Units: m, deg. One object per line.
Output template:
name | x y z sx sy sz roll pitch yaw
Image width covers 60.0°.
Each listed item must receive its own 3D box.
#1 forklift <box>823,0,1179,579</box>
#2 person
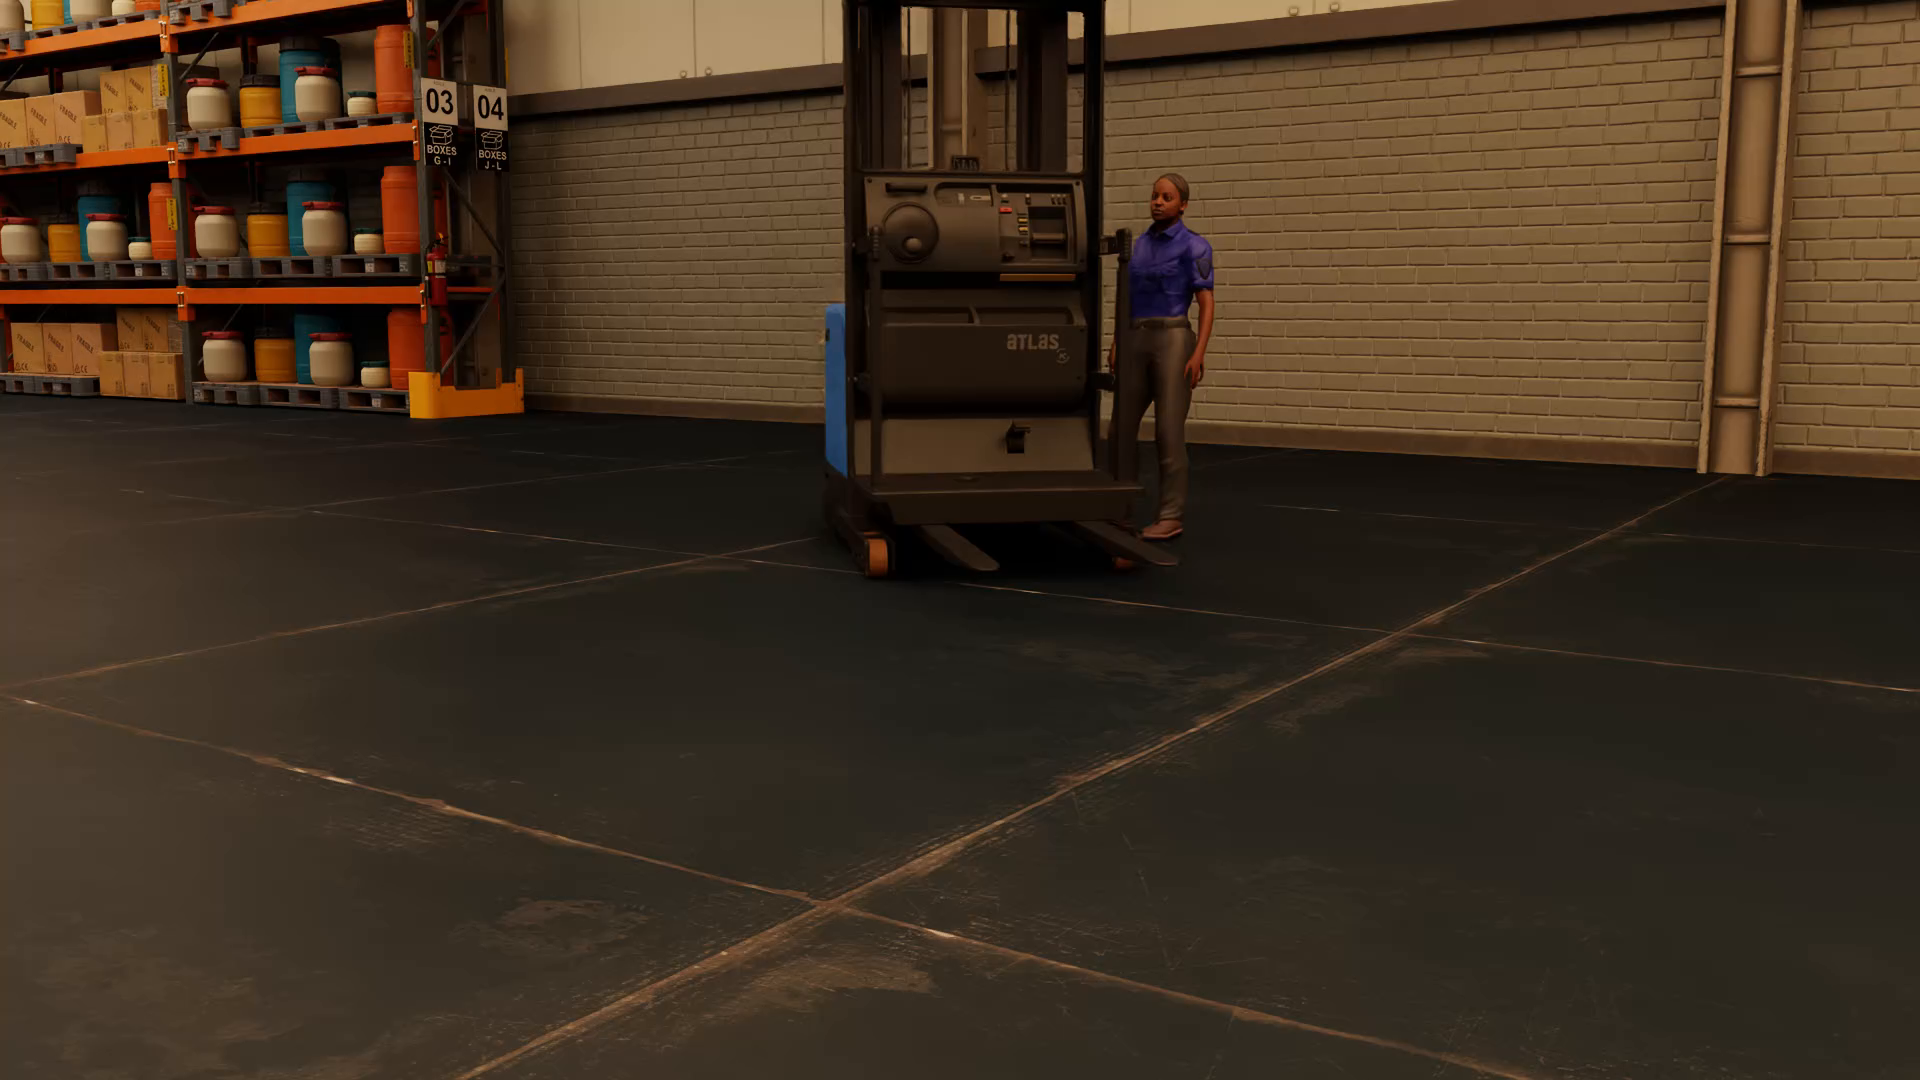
forklift | 0.109 -1.353 6.705 1.130 2.935 3.031 -2 8 -11
person | 0.876 -0.840 7.628 0.448 1.659 0.561 -8 11 -44
